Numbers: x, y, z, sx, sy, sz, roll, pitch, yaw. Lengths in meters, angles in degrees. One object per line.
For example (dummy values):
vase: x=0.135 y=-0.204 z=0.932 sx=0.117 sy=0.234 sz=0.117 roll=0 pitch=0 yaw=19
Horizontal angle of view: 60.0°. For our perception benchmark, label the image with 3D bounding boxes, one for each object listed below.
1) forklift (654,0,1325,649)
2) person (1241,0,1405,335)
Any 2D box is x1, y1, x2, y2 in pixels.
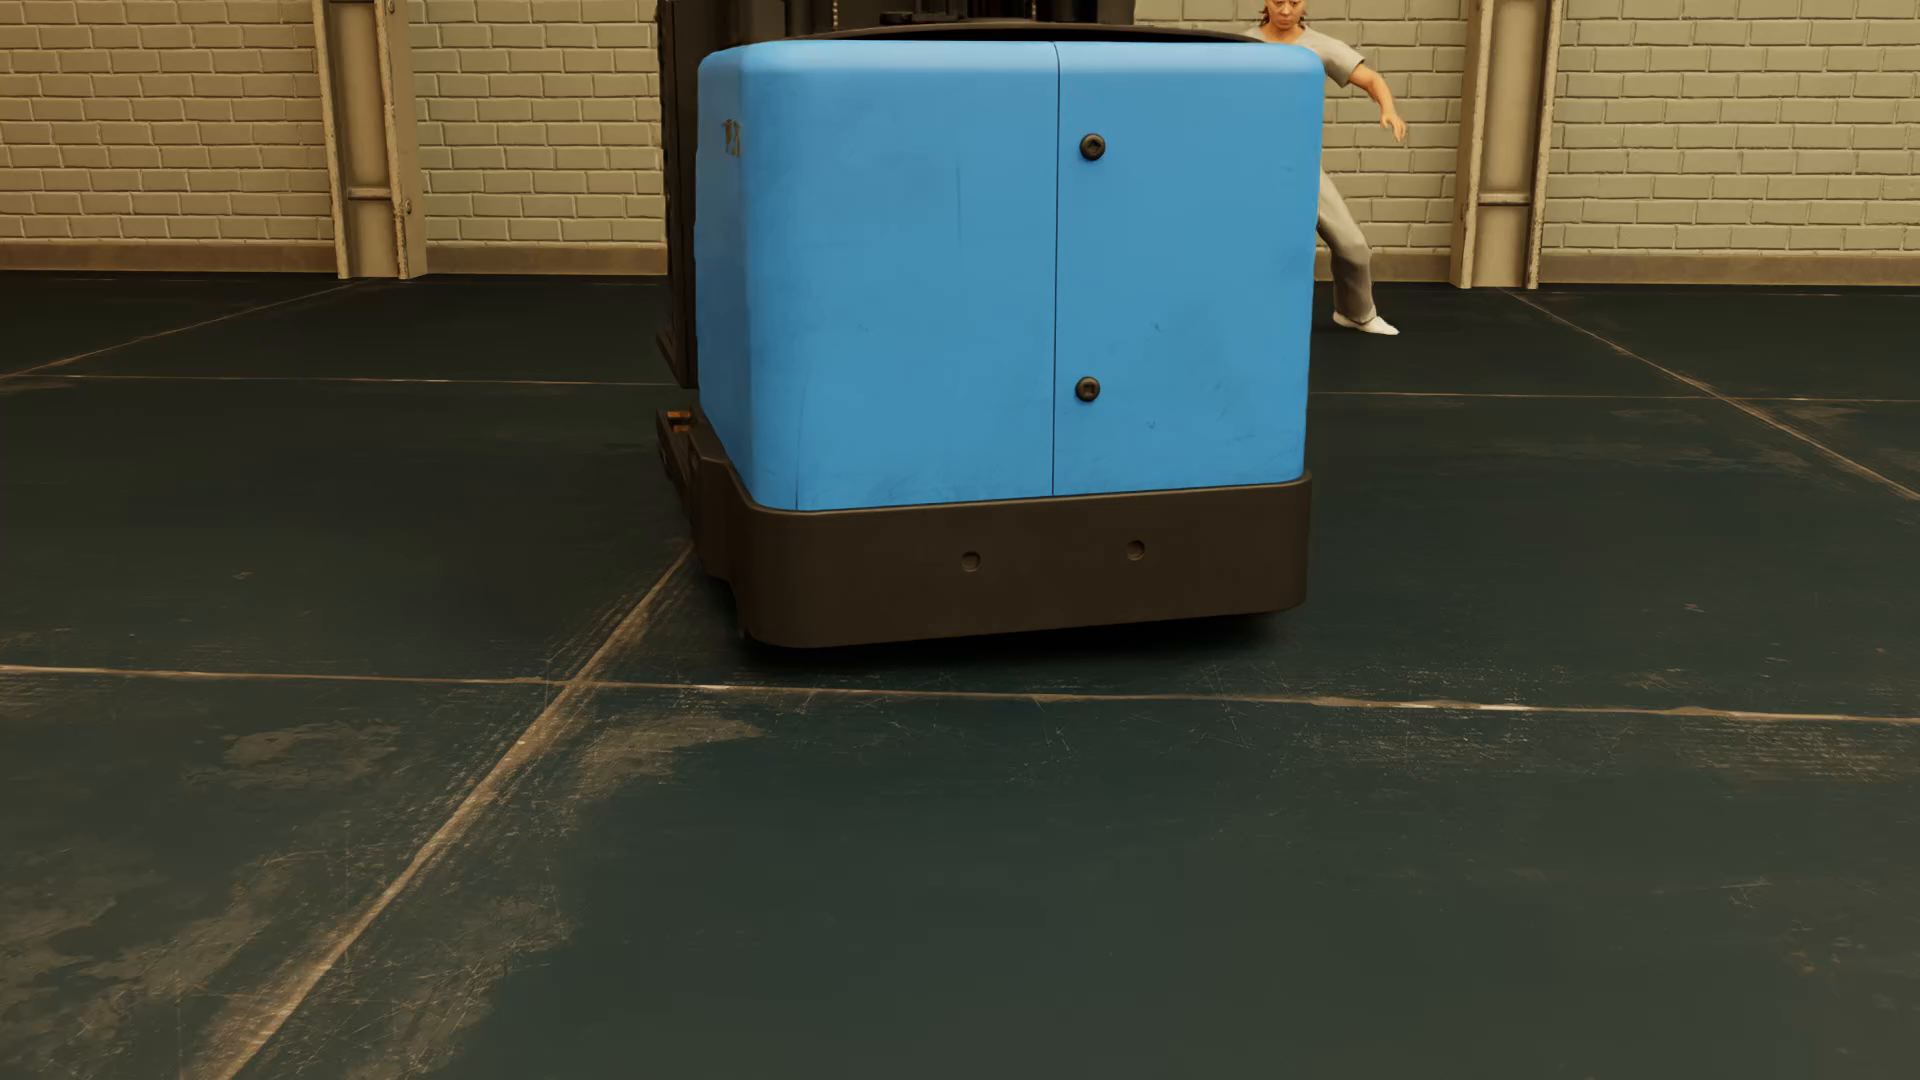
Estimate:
forklift: x=-0.204 y=-1.571 z=4.004 sx=1.130 sy=2.935 sz=3.031 roll=-4 pitch=16 yaw=-14
person: x=1.299 y=-1.515 z=6.605 sx=1.025 sy=1.520 sz=0.955 roll=2 pitch=15 yaw=9
